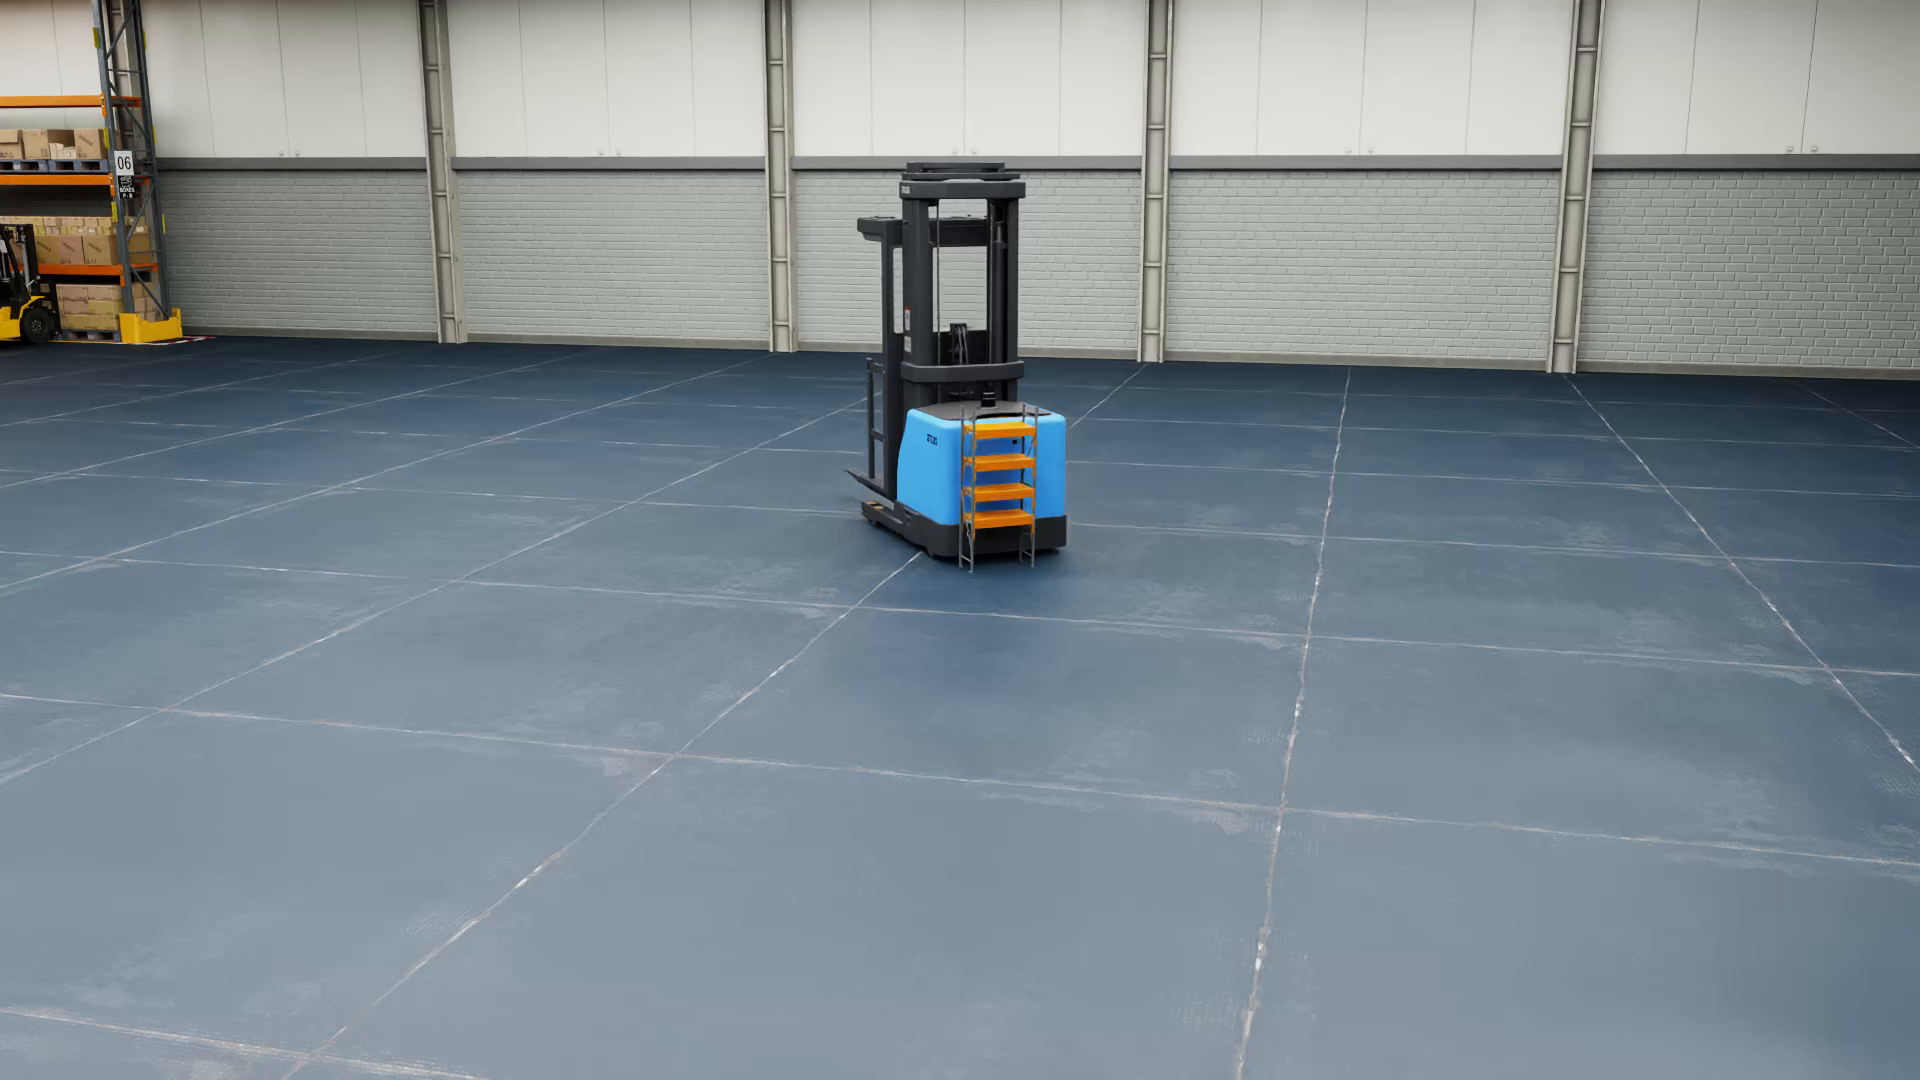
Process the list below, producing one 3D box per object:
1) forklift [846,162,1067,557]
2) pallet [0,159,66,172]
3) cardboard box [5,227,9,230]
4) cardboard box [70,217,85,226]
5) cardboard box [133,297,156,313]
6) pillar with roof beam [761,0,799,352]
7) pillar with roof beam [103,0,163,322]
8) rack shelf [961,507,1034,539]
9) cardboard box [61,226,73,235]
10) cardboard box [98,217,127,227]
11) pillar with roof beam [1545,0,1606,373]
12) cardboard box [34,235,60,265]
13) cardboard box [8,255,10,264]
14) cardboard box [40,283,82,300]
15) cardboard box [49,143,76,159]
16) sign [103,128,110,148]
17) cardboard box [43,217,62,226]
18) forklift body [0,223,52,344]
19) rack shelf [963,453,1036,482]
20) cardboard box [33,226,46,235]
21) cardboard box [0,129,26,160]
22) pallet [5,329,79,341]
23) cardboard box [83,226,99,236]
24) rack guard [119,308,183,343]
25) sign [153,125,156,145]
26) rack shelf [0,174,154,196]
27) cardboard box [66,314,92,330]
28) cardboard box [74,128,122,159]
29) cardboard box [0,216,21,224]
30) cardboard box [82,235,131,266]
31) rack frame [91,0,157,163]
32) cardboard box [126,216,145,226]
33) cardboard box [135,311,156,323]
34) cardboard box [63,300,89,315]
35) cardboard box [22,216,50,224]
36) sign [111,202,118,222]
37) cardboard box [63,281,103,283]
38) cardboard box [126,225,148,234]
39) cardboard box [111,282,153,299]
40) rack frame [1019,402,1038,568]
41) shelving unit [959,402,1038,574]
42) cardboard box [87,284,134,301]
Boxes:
[{"bbox_3d":[-0.182,-1.578,13.579,1.130,2.935,3.031,-5,13,-20],"label":"forklift"},{"bbox_3d":[-15.926,-6.471,28.752,1.213,0.211,1.003,3,13,14],"label":"pallet"},{"bbox_3d":[-16.459,-5.373,28.798,0.250,0.149,0.380,3,13,12],"label":"cardboard box"},{"bbox_3d":[-14.963,-5.444,28.429,0.250,0.149,0.380,3,13,15],"label":"cardboard box"},{"bbox_3d":[-14.464,-4.119,29.099,0.500,0.250,0.500,3,13,15],"label":"cardboard box"},{"bbox_3d":[-3.898,-6.571,22.074,0.400,9.000,9.100,3,13,14],"label":"pillar with roof beam"},{"bbox_3d":[-15.549,-7.194,24.881,0.400,9.000,9.100,3,13,14],"label":"pillar with roof beam"},{"bbox_3d":[0.275,-0.127,12.241,0.480,0.148,0.258,-5,15,-22],"label":"rack shelf"},{"bbox_3d":[-15.192,-5.318,28.548,0.250,0.149,0.380,3,13,13],"label":"cardboard box"},{"bbox_3d":[-14.456,-5.429,28.365,0.250,0.149,0.380,3,13,14],"label":"cardboard box"},{"bbox_3d":[7.752,-5.948,19.267,0.400,9.000,9.100,3,13,14],"label":"pillar with roof beam"},{"bbox_3d":[-15.597,-5.019,28.699,0.500,0.500,0.500,3,13,12],"label":"cardboard box"},{"bbox_3d":[-16.571,-5.073,28.944,0.500,0.500,0.500,3,13,13],"label":"cardboard box"},{"bbox_3d":[-15.569,-4.303,28.773,0.500,0.250,0.500,3,13,14],"label":"cardboard box"},{"bbox_3d":[-15.181,-6.589,28.193,0.258,0.266,0.396,3,13,14],"label":"cardboard box"},{"bbox_3d":[-14.201,-6.689,27.671,0.005,0.325,0.100,3,13,14],"label":"sign"},{"bbox_3d":[-15.466,-5.462,28.513,0.250,0.149,0.380,3,13,15],"label":"cardboard box"},{"bbox_3d":[-16.336,-4.245,27.401,1.214,2.155,2.313,3,13,14],"label":"forklift body"},{"bbox_3d":[0.280,-0.536,12.137,0.480,0.148,0.258,-5,15,-22],"label":"rack shelf"},{"bbox_3d":[-15.712,-5.330,28.606,0.250,0.149,0.380,3,13,14],"label":"cardboard box"},{"bbox_3d":[-16.075,-6.797,28.582,0.637,0.503,0.797,3,13,15],"label":"cardboard box"},{"bbox_3d":[-15.991,-3.678,29.323,1.213,0.211,1.003,3,13,14],"label":"pallet"},{"bbox_3d":[-14.716,-5.276,28.360,0.250,0.149,0.380,3,13,14],"label":"cardboard box"},{"bbox_3d":[-14.034,-3.723,28.859,0.348,0.500,1.175,3,13,14],"label":"rack guard"},{"bbox_3d":[-13.919,-6.991,28.691,0.005,0.325,0.100,3,13,14],"label":"sign"},{"bbox_3d":[-15.999,-6.161,28.815,4.000,0.370,1.077,3,13,14],"label":"rack shelf"},{"bbox_3d":[-15.070,-3.793,28.782,0.500,0.250,0.500,3,13,14],"label":"cardboard box"},{"bbox_3d":[-14.546,-6.683,28.075,0.500,0.500,0.500,3,13,15],"label":"cardboard box"},{"bbox_3d":[-16.433,-5.534,28.835,0.250,0.149,0.380,3,13,13],"label":"cardboard box"},{"bbox_3d":[-14.598,-4.964,28.450,0.500,0.500,0.500,3,13,12],"label":"cardboard box"},{"bbox_3d":[-14.057,-7.873,27.944,0.127,3.000,1.000,3,13,14],"label":"rack frame"},{"bbox_3d":[-14.332,-5.517,28.762,0.250,0.149,0.380,3,13,12],"label":"cardboard box"},{"bbox_3d":[-14.487,-3.874,29.147,0.500,0.250,0.500,3,13,14],"label":"cardboard box"},{"bbox_3d":[-15.089,-4.039,28.737,0.500,0.250,0.500,3,13,13],"label":"cardboard box"},{"bbox_3d":[-15.946,-5.508,28.718,0.250,0.149,0.380,3,13,14],"label":"cardboard box"},{"bbox_3d":[-14.201,-5.512,27.932,0.005,0.325,0.100,3,13,14],"label":"sign"},{"bbox_3d":[-15.448,-4.413,29.271,0.500,0.250,0.500,3,13,13],"label":"cardboard box"},{"bbox_3d":[-14.325,-5.382,28.838,0.250,0.149,0.380,3,13,12],"label":"cardboard box"},{"bbox_3d":[-14.479,-4.360,29.030,0.500,0.250,0.500,3,13,13],"label":"cardboard box"},{"bbox_3d":[0.504,-0.404,12.266,0.015,1.200,0.240,-5,15,-22],"label":"rack frame"},{"bbox_3d":[0.279,-0.384,12.175,0.503,1.200,0.258,-5,15,-22],"label":"shelving unit"},{"bbox_3d":[-14.579,-4.254,28.550,0.500,0.250,0.500,4,13,15],"label":"cardboard box"}]
